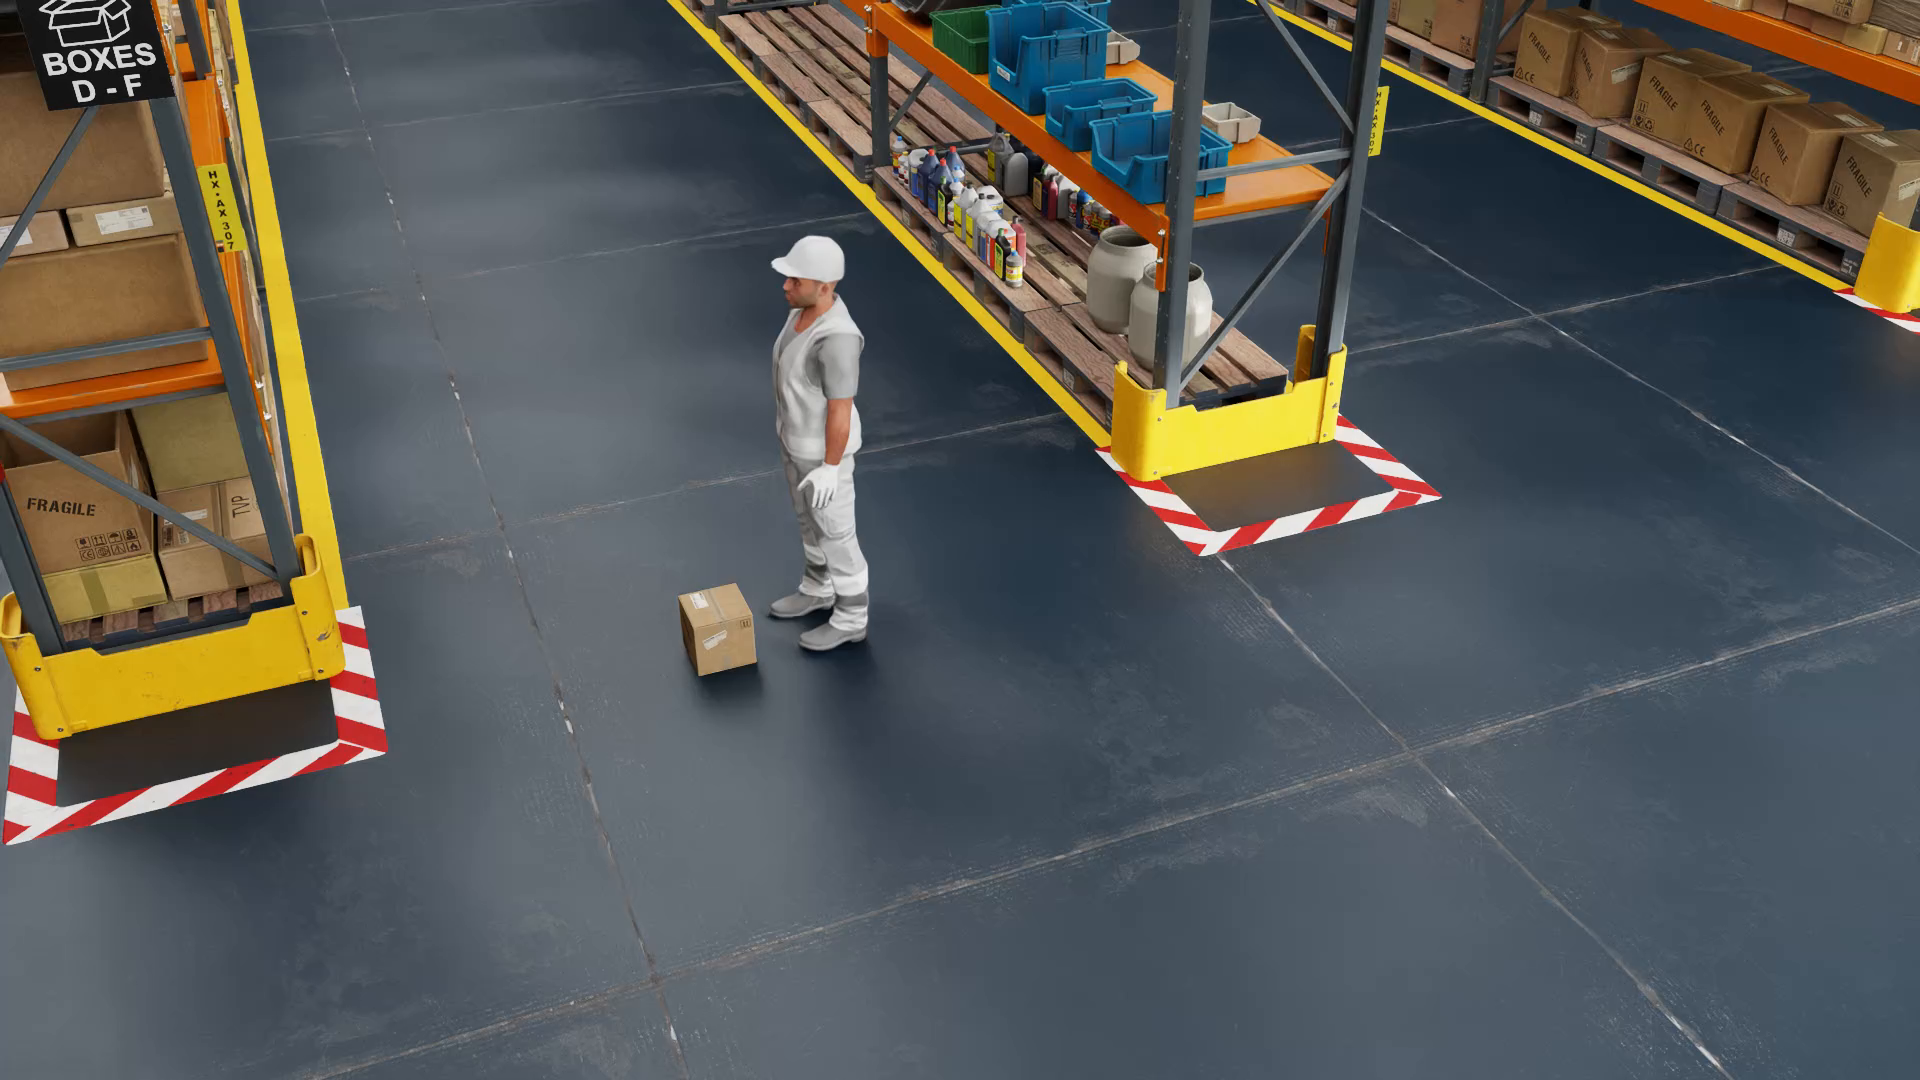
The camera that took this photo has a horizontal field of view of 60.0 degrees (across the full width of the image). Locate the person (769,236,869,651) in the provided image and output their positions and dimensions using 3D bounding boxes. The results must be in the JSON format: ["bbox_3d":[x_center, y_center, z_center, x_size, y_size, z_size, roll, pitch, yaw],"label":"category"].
[{"bbox_3d":[-0.590,-0.372,6.680,0.376,1.798,0.528,-12,35,-18],"label":"person"}]
